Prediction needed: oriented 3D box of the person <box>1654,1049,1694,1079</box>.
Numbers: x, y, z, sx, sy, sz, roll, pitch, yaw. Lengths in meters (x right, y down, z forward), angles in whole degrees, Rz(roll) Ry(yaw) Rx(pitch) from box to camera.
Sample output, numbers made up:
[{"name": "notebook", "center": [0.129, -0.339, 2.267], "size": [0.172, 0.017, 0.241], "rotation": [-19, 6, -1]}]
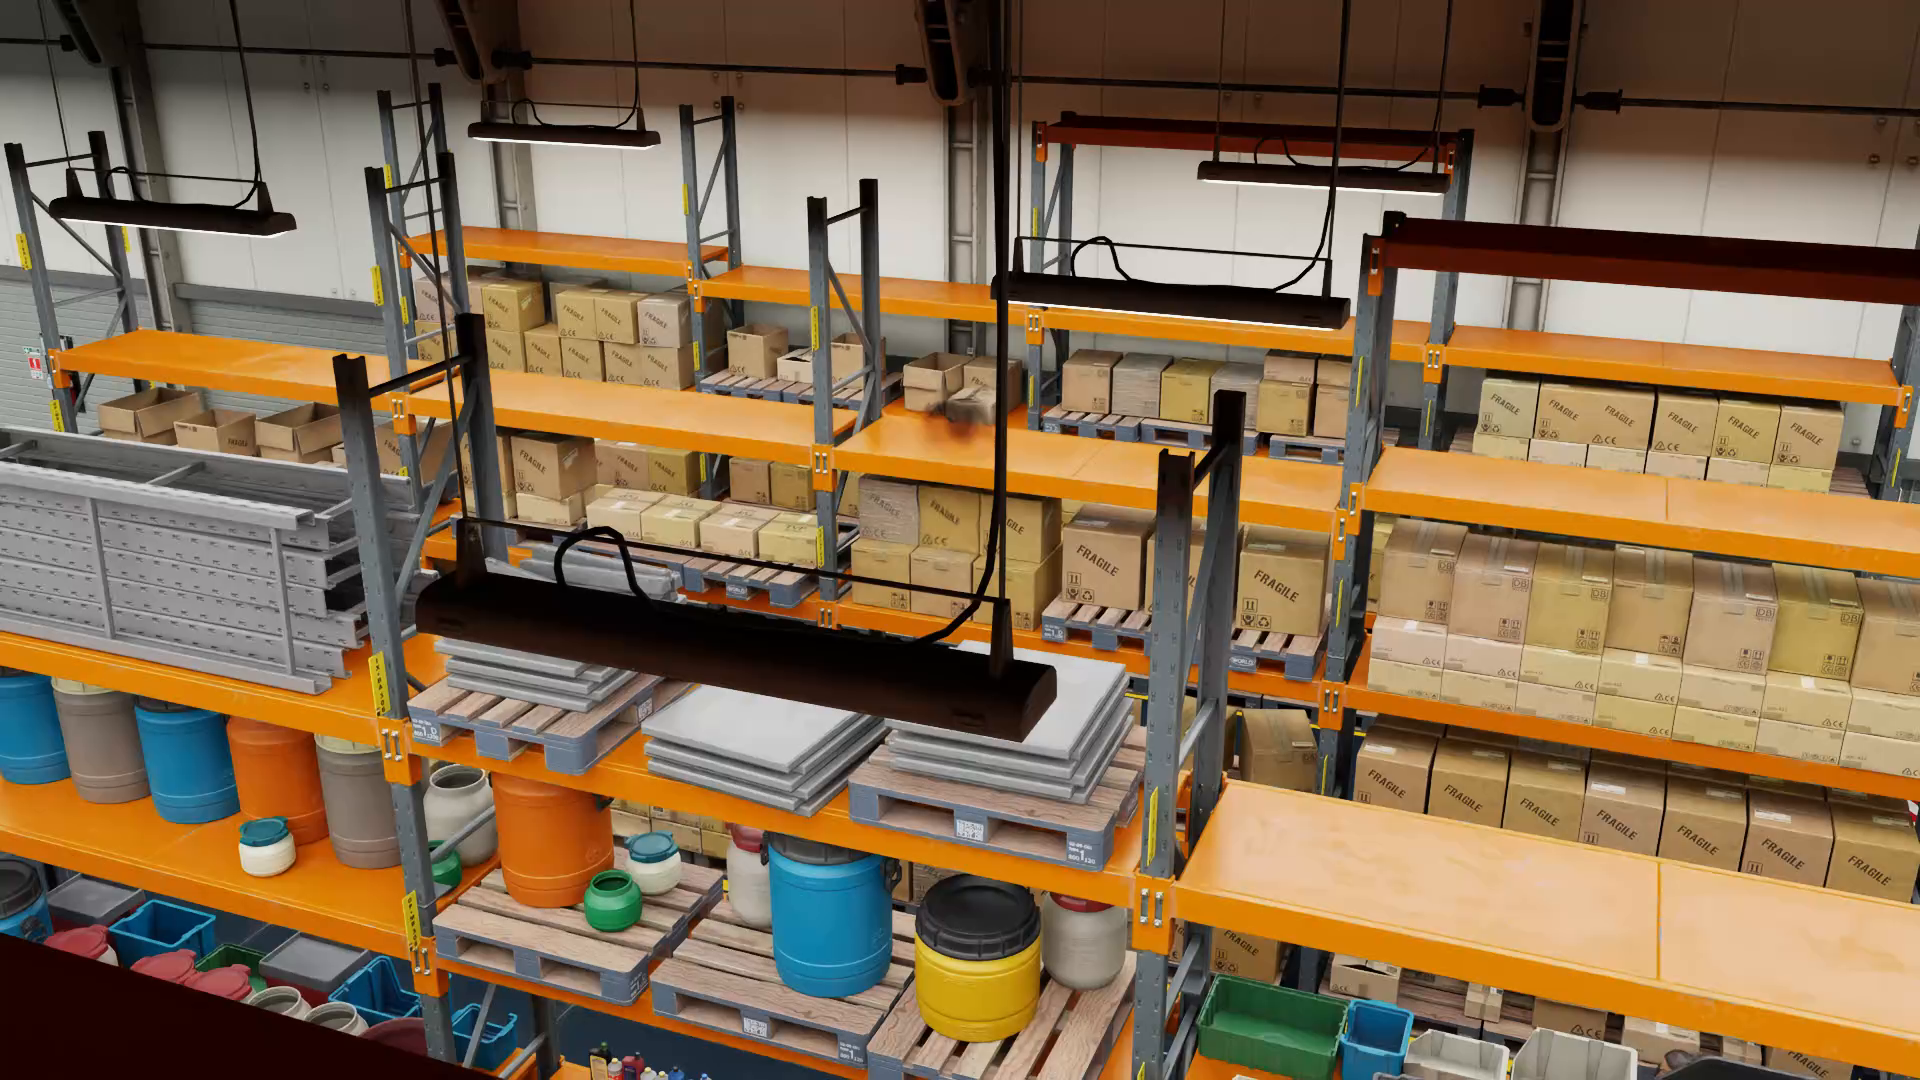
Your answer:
[{"name": "person", "center": [4.320, 3.827, 10.071], "size": [0.448, 1.680, 0.578], "rotation": [-10, 23, -25]}]
